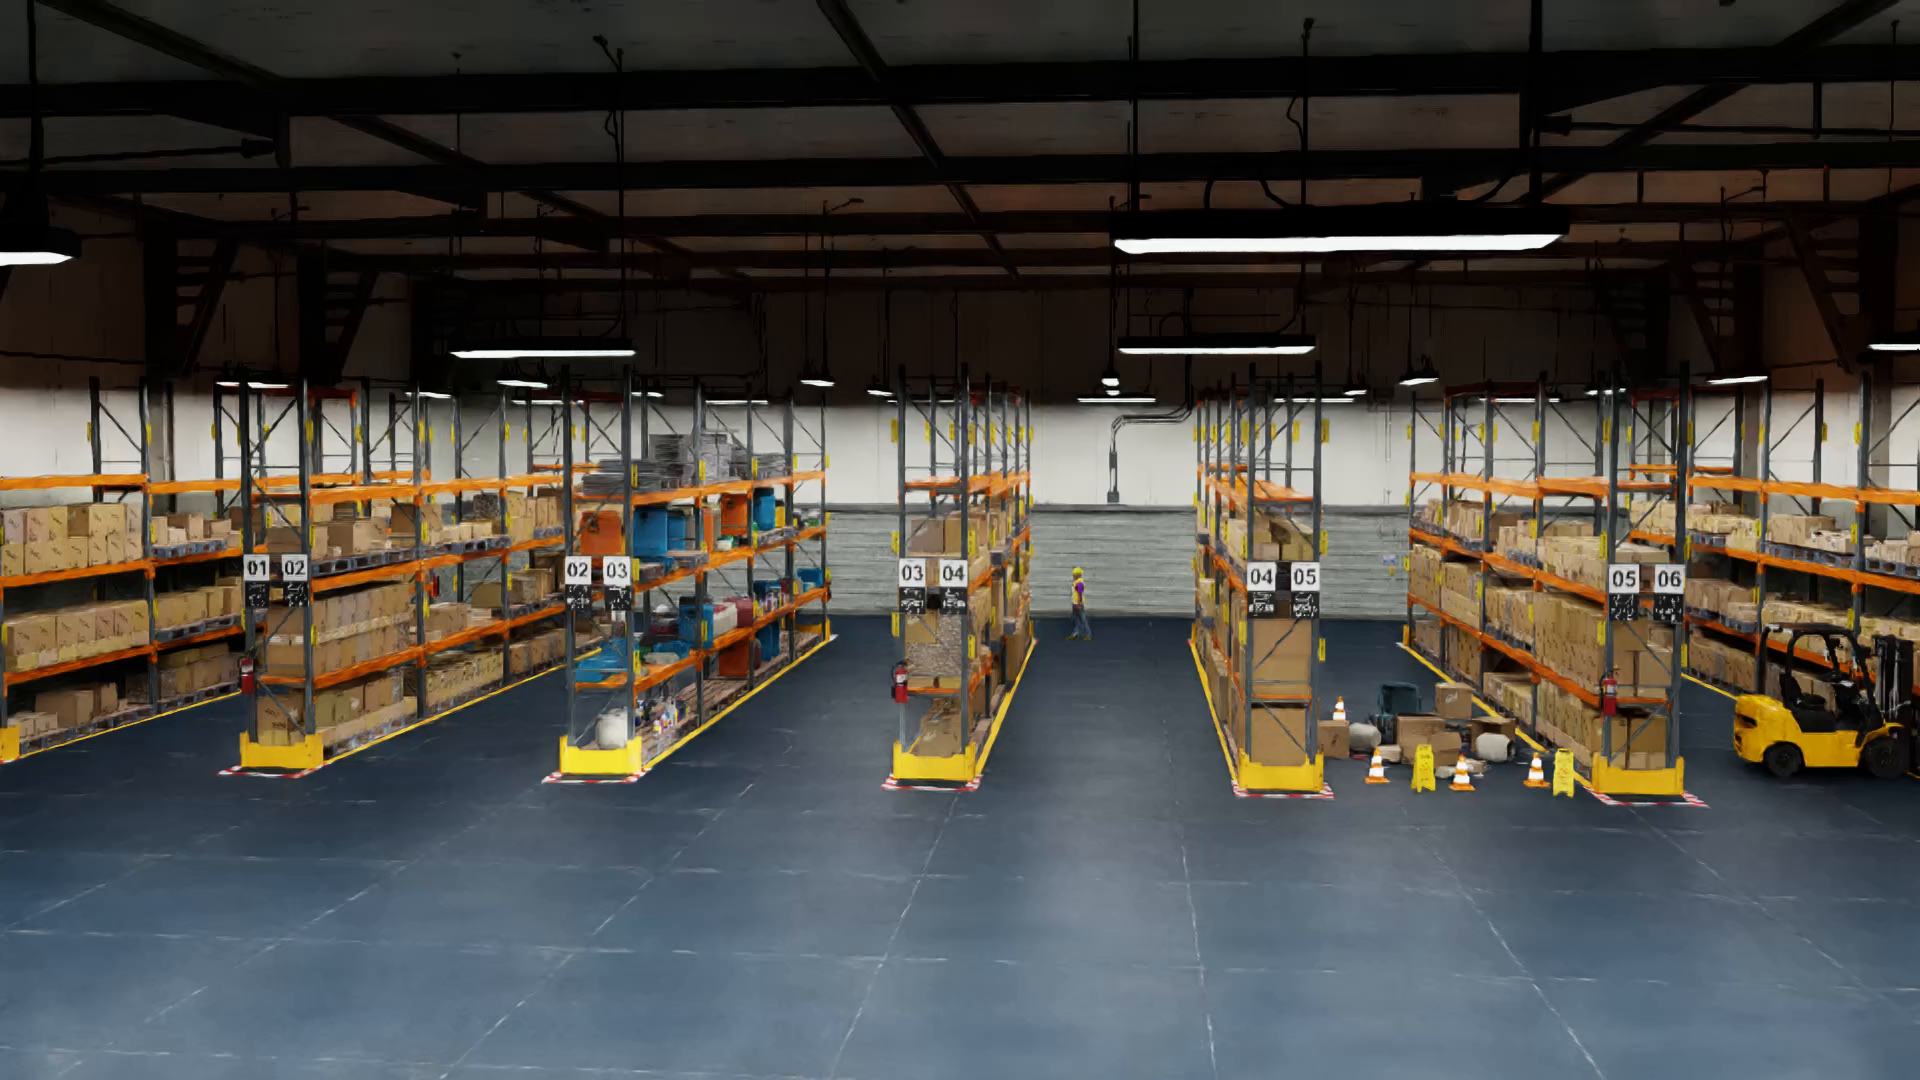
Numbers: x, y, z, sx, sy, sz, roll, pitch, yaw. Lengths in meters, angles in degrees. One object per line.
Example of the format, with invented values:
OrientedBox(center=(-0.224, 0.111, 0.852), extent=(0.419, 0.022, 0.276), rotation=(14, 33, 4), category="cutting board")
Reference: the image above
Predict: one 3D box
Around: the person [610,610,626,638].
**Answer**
OrientedBox(center=(-7.437, 1.767, 36.339), extent=(0.399, 1.767, 0.617), rotation=(-1, 4, -11), category="person")

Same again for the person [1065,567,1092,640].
OrientedBox(center=(2.861, 1.542, 40.326), extent=(0.631, 1.767, 0.797), rotation=(0, 4, -2), category="person")

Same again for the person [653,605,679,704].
OrientedBox(center=(-5.235, 2.027, 29.527), extent=(0.489, 1.769, 0.635), rotation=(0, 4, -2), category="person")
